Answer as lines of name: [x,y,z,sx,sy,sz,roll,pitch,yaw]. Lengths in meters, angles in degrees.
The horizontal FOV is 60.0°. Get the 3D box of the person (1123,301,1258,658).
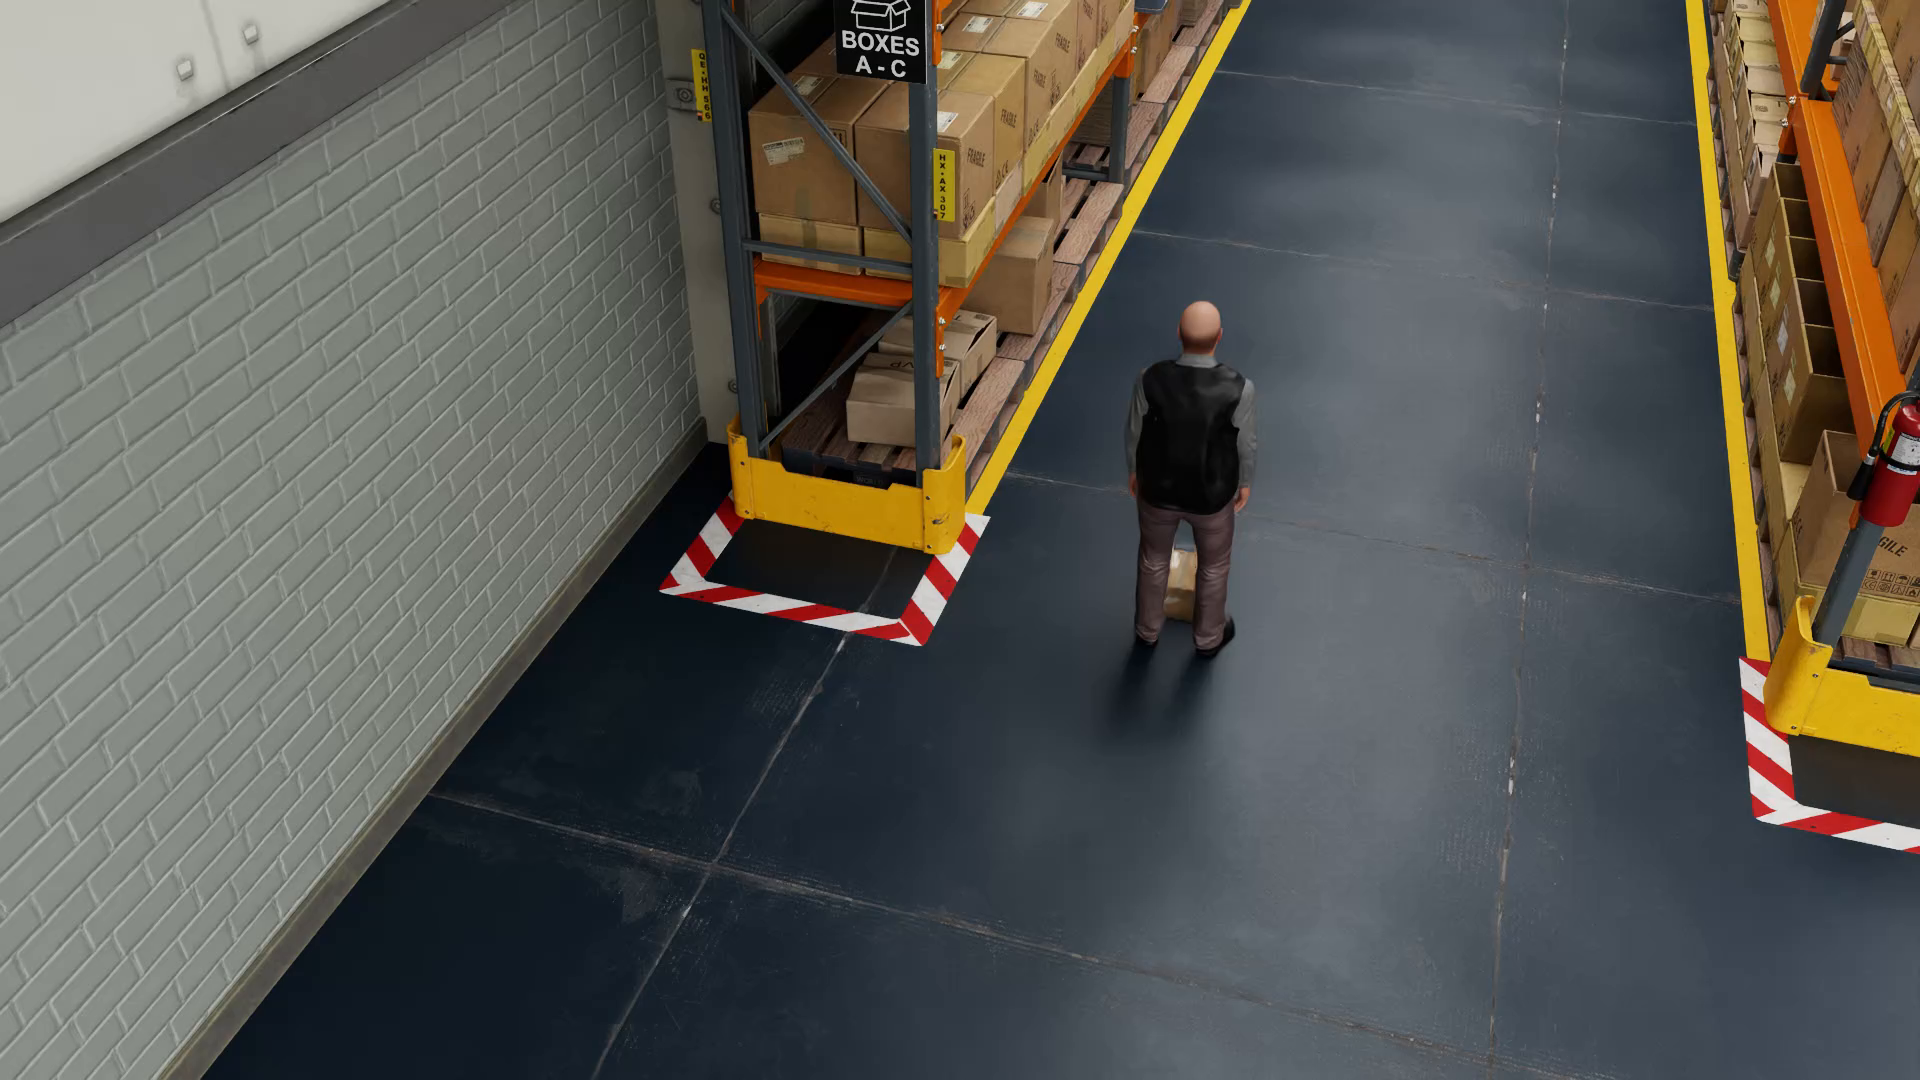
person: [0.980,-0.222,7.208,0.570,1.721,0.419,9,38,12]
